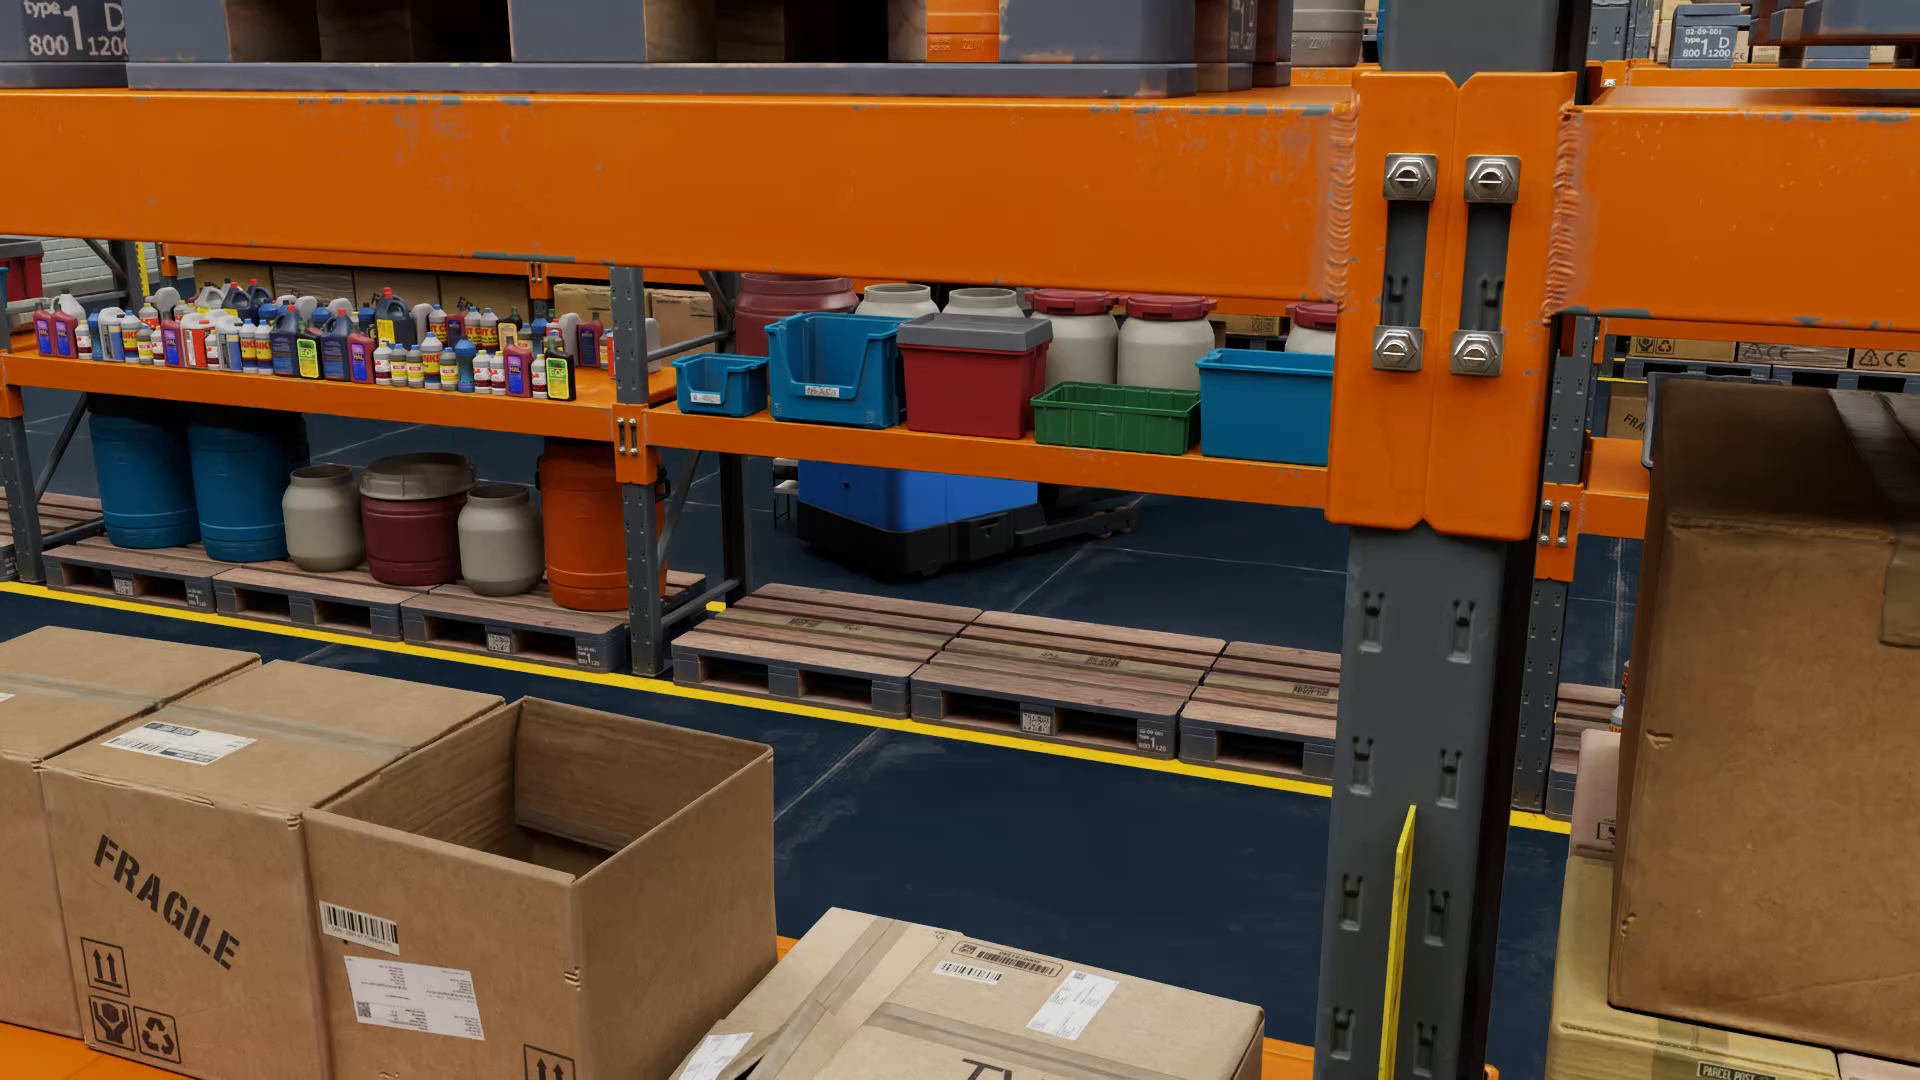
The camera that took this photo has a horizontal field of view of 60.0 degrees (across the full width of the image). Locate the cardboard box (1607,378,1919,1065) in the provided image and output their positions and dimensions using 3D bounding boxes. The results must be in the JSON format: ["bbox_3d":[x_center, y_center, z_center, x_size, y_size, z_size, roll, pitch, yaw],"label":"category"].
[{"bbox_3d":[0.990,0.151,1.768,0.500,0.500,0.700,6,17,21],"label":"cardboard box"}]

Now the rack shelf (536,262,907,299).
[{"bbox_3d":[-1.369,-2.059,13.177,4.000,0.370,1.077,6,17,21],"label":"rack shelf"}]

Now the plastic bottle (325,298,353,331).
[{"bbox_3d":[-3.411,-1.182,9.088,0.135,0.276,0.152,6,17,21],"label":"plastic bottle"}]

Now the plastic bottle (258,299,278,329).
[{"bbox_3d":[-3.781,-1.183,9.100,0.097,0.271,0.097,0,16,0],"label":"plastic bottle"}]

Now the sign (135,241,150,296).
[{"bbox_3d":[-4.843,-1.600,9.809,0.005,0.325,0.100,6,17,21],"label":"sign"}]

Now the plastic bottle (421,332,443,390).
[{"bbox_3d":[-2.536,-0.864,8.002,0.097,0.271,0.097,0,16,0],"label":"plastic bottle"}]

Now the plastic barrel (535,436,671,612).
[{"bbox_3d":[-1.787,-0.121,8.348,0.708,0.830,0.600,6,17,21],"label":"plastic barrel"}]

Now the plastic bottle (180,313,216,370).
[{"bbox_3d":[-3.894,-1.024,8.544,0.135,0.276,0.152,6,17,21],"label":"plastic bottle"}]

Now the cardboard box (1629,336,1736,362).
[{"bbox_3d":[6.686,-2.166,15.311,0.875,0.875,0.875,7,17,21],"label":"cardboard box"}]

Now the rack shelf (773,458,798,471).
[{"bbox_3d":[-1.026,-0.489,10.365,0.200,0.077,0.258,5,17,16],"label":"rack shelf"}]

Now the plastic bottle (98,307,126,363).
[{"bbox_3d":[-4.415,-1.082,8.741,0.135,0.276,0.152,6,17,21],"label":"plastic bottle"}]

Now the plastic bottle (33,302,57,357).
[{"bbox_3d":[-4.862,-1.121,8.862,0.133,0.283,0.061,6,17,21],"label":"plastic bottle"}]

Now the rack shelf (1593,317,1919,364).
[{"bbox_3d":[6.073,-1.241,10.358,4.000,0.370,1.077,6,17,21],"label":"rack shelf"}]

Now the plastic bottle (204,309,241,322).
[{"bbox_3d":[-3.838,-1.064,8.680,0.135,0.276,0.152,6,17,21],"label":"plastic bottle"}]

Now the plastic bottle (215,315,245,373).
[{"bbox_3d":[-3.679,-1.001,8.462,0.135,0.276,0.152,6,17,21],"label":"plastic bottle"}]

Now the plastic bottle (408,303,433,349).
[{"bbox_3d":[-2.899,-1.126,8.894,0.135,0.276,0.152,6,17,21],"label":"plastic bottle"}]

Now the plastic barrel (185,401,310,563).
[{"bbox_3d":[-3.888,-0.386,9.134,0.708,0.901,0.600,6,17,21],"label":"plastic barrel"}]

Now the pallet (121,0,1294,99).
[{"bbox_3d":[-0.251,-0.658,2.021,1.217,0.209,0.805,6,17,18],"label":"pallet"}]

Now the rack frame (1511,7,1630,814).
[{"bbox_3d":[2.396,-0.506,6.538,0.127,3.000,1.000,6,17,21],"label":"rack frame"}]

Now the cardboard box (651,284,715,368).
[{"bbox_3d":[-1.795,-1.639,13.497,0.875,0.875,1.225,6,17,19],"label":"cardboard box"}]

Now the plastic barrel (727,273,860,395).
[{"bbox_3d":[-0.783,-1.012,8.035,0.708,0.536,0.600,6,17,21],"label":"plastic barrel"}]

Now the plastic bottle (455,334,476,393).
[{"bbox_3d":[-2.355,-0.845,7.933,0.097,0.271,0.097,0,16,0],"label":"plastic bottle"}]

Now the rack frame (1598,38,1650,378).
[{"bbox_3d":[6.127,-3.067,15.358,0.127,3.000,1.000,6,17,21],"label":"rack frame"}]

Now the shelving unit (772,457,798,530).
[{"bbox_3d":[-1.026,-0.521,10.355,0.210,0.900,0.258,5,17,16],"label":"shelving unit"}]

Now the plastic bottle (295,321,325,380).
[{"bbox_3d":[-3.218,-0.940,8.240,0.133,0.283,0.061,6,17,21],"label":"plastic bottle"}]

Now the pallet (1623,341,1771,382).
[{"bbox_3d":[6.806,-1.630,15.409,1.213,0.211,1.003,6,17,21],"label":"pallet"}]

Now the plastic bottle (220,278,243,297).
[{"bbox_3d":[-4.071,-1.292,9.332,0.185,0.351,0.144,6,17,21],"label":"plastic bottle"}]

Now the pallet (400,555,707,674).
[{"bbox_3d":[-2.074,0.354,8.576,1.213,0.211,1.003,6,17,21],"label":"pallet"}]

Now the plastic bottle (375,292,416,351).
[{"bbox_3d":[-2.977,-1.126,8.760,0.185,0.351,0.144,6,17,21],"label":"plastic bottle"}]

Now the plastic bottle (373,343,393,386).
[{"bbox_3d":[-2.807,-0.861,8.115,0.097,0.201,0.097,0,16,0],"label":"plastic bottle"}]

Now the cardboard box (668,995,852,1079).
[{"bbox_3d":[-0.311,0.800,2.278,0.258,0.266,0.396,6,17,19],"label":"cardboard box"}]

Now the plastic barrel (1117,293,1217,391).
[{"bbox_3d":[0.904,-0.801,7.310,0.433,0.535,0.433,0,16,0],"label":"plastic barrel"}]

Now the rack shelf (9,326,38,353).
[{"bbox_3d":[-6.907,-1.184,10.162,4.000,0.370,1.077,6,17,21],"label":"rack shelf"}]

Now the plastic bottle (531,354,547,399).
[{"bbox_3d":[-1.959,-0.767,7.793,0.097,0.201,0.097,0,16,0],"label":"plastic bottle"}]

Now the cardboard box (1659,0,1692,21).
[{"bbox_3d":[4.402,-3.238,10.120,0.250,0.149,0.380,6,17,19],"label":"cardboard box"}]

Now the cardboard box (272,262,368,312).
[{"bbox_3d":[-5.479,-2.062,14.954,0.875,0.875,0.875,6,17,21],"label":"cardboard box"}]

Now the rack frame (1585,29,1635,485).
[{"bbox_3d":[4.213,-1.791,10.962,0.127,3.000,1.000,6,17,21],"label":"rack frame"}]

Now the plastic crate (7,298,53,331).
[{"bbox_3d":[-5.427,-1.312,9.677,0.243,0.136,0.396,6,17,21],"label":"plastic crate"}]

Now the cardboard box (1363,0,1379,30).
[{"bbox_3d":[2.935,-3.653,11.057,0.637,0.503,0.797,7,18,23],"label":"cardboard box"}]

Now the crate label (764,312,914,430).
[{"bbox_3d":[-0.500,-0.761,7.350,0.616,0.435,0.502,6,17,21],"label":"crate label"}]

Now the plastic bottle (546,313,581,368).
[{"bbox_3d":[-2.040,-1.031,8.569,0.135,0.276,0.152,6,17,21],"label":"plastic bottle"}]

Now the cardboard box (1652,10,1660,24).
[{"bbox_3d":[8.022,-5.947,18.919,0.250,0.149,0.380,6,17,20],"label":"cardboard box"}]

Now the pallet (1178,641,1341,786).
[{"bbox_3d":[1.651,0.763,7.168,1.213,0.211,1.003,6,17,21],"label":"pallet"}]

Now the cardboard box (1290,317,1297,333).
[{"bbox_3d":[3.754,-2.423,16.422,0.750,0.750,1.050,7,17,21],"label":"cardboard box"}]

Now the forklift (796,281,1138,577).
[{"bbox_3d":[0.482,-1.518,10.146,3.031,2.935,1.130,-13,21,-38],"label":"forklift"}]

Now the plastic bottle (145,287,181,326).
[{"bbox_3d":[-4.561,-1.309,9.524,0.135,0.276,0.152,6,17,21],"label":"plastic bottle"}]

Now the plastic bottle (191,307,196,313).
[{"bbox_3d":[-4.250,-1.201,9.287,0.097,0.201,0.097,0,16,0],"label":"plastic bottle"}]

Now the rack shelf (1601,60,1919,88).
[{"bbox_3d":[4.256,-1.397,5.515,4.000,0.370,1.077,6,17,21],"label":"rack shelf"}]

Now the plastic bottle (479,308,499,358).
[{"bbox_3d":[-2.476,-1.085,8.763,0.097,0.271,0.097,0,16,0],"label":"plastic bottle"}]
